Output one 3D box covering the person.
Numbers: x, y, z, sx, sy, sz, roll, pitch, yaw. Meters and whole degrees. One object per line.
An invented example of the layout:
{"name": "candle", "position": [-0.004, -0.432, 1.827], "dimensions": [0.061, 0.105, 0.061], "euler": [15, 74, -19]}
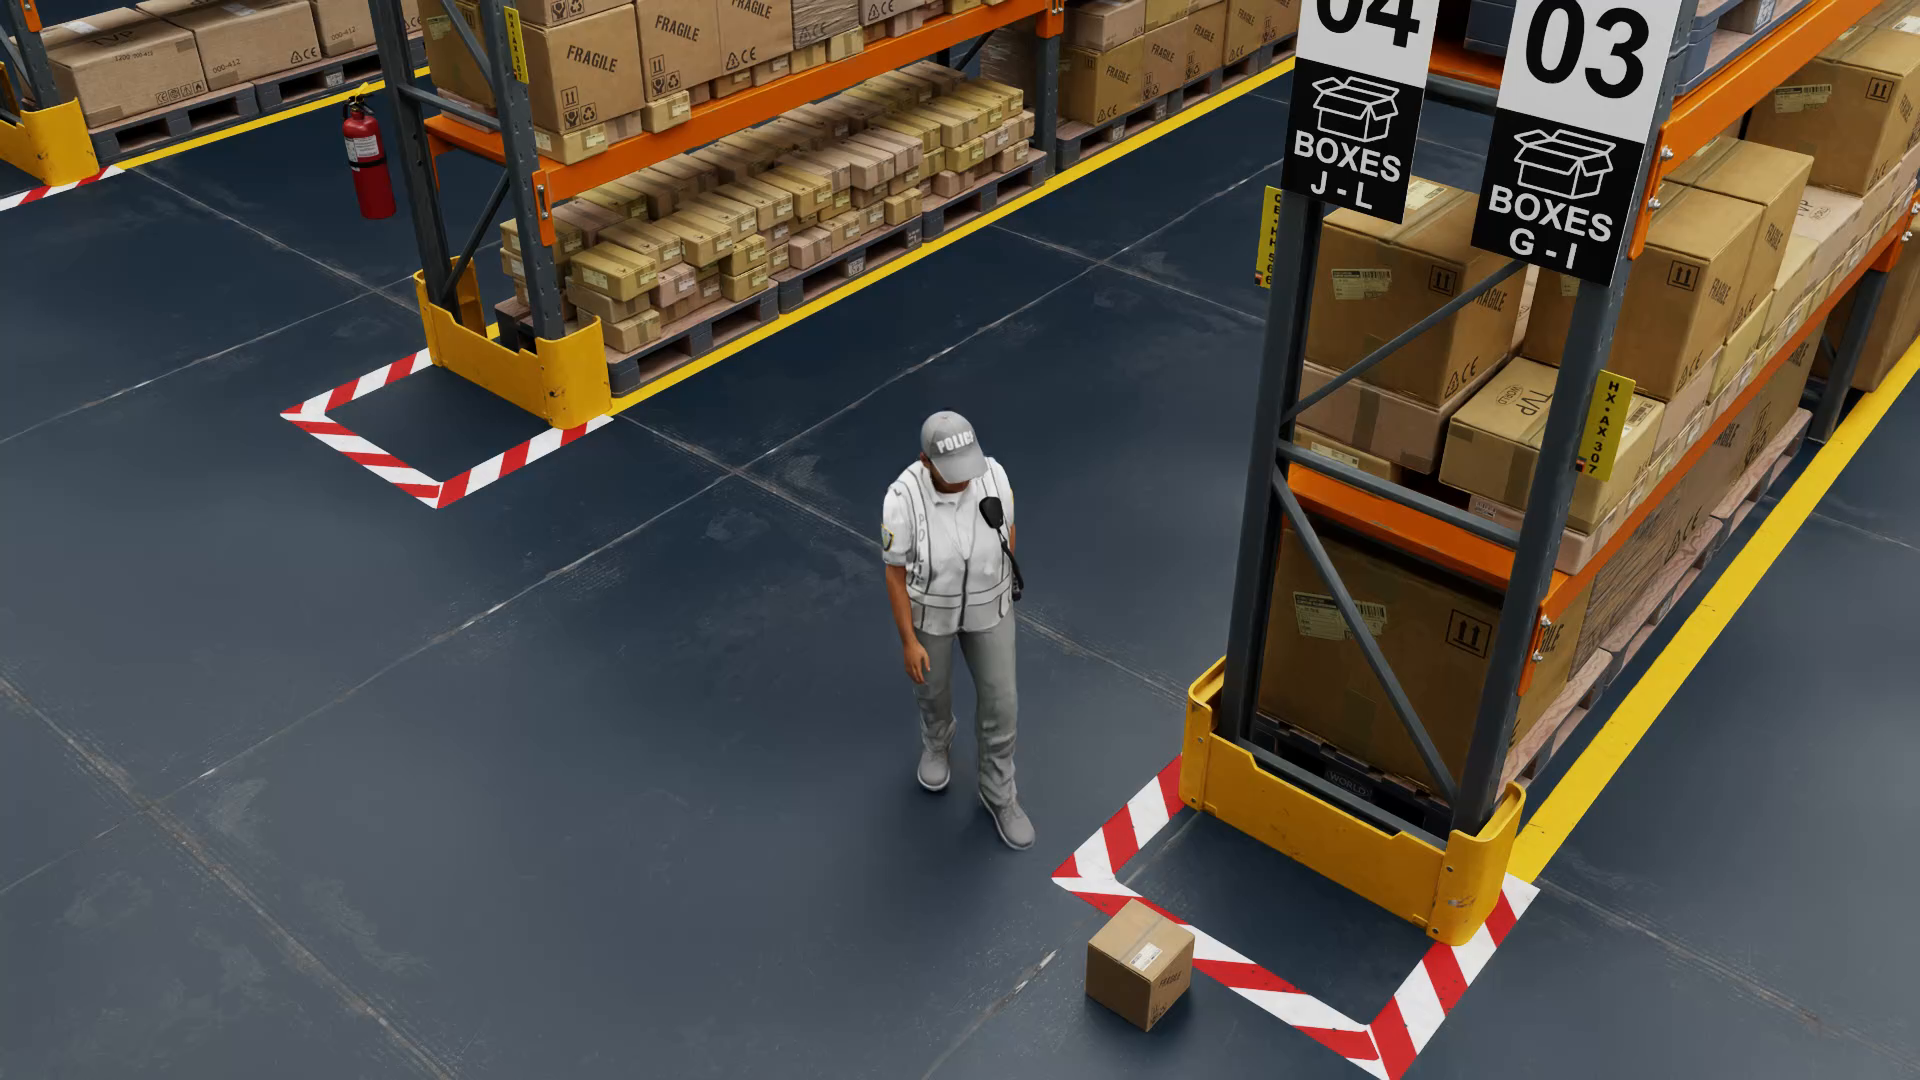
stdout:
{"name": "person", "position": [0.002, 0.323, 5.656], "dimensions": [0.495, 1.639, 0.753], "euler": [-5, 36, -8]}
